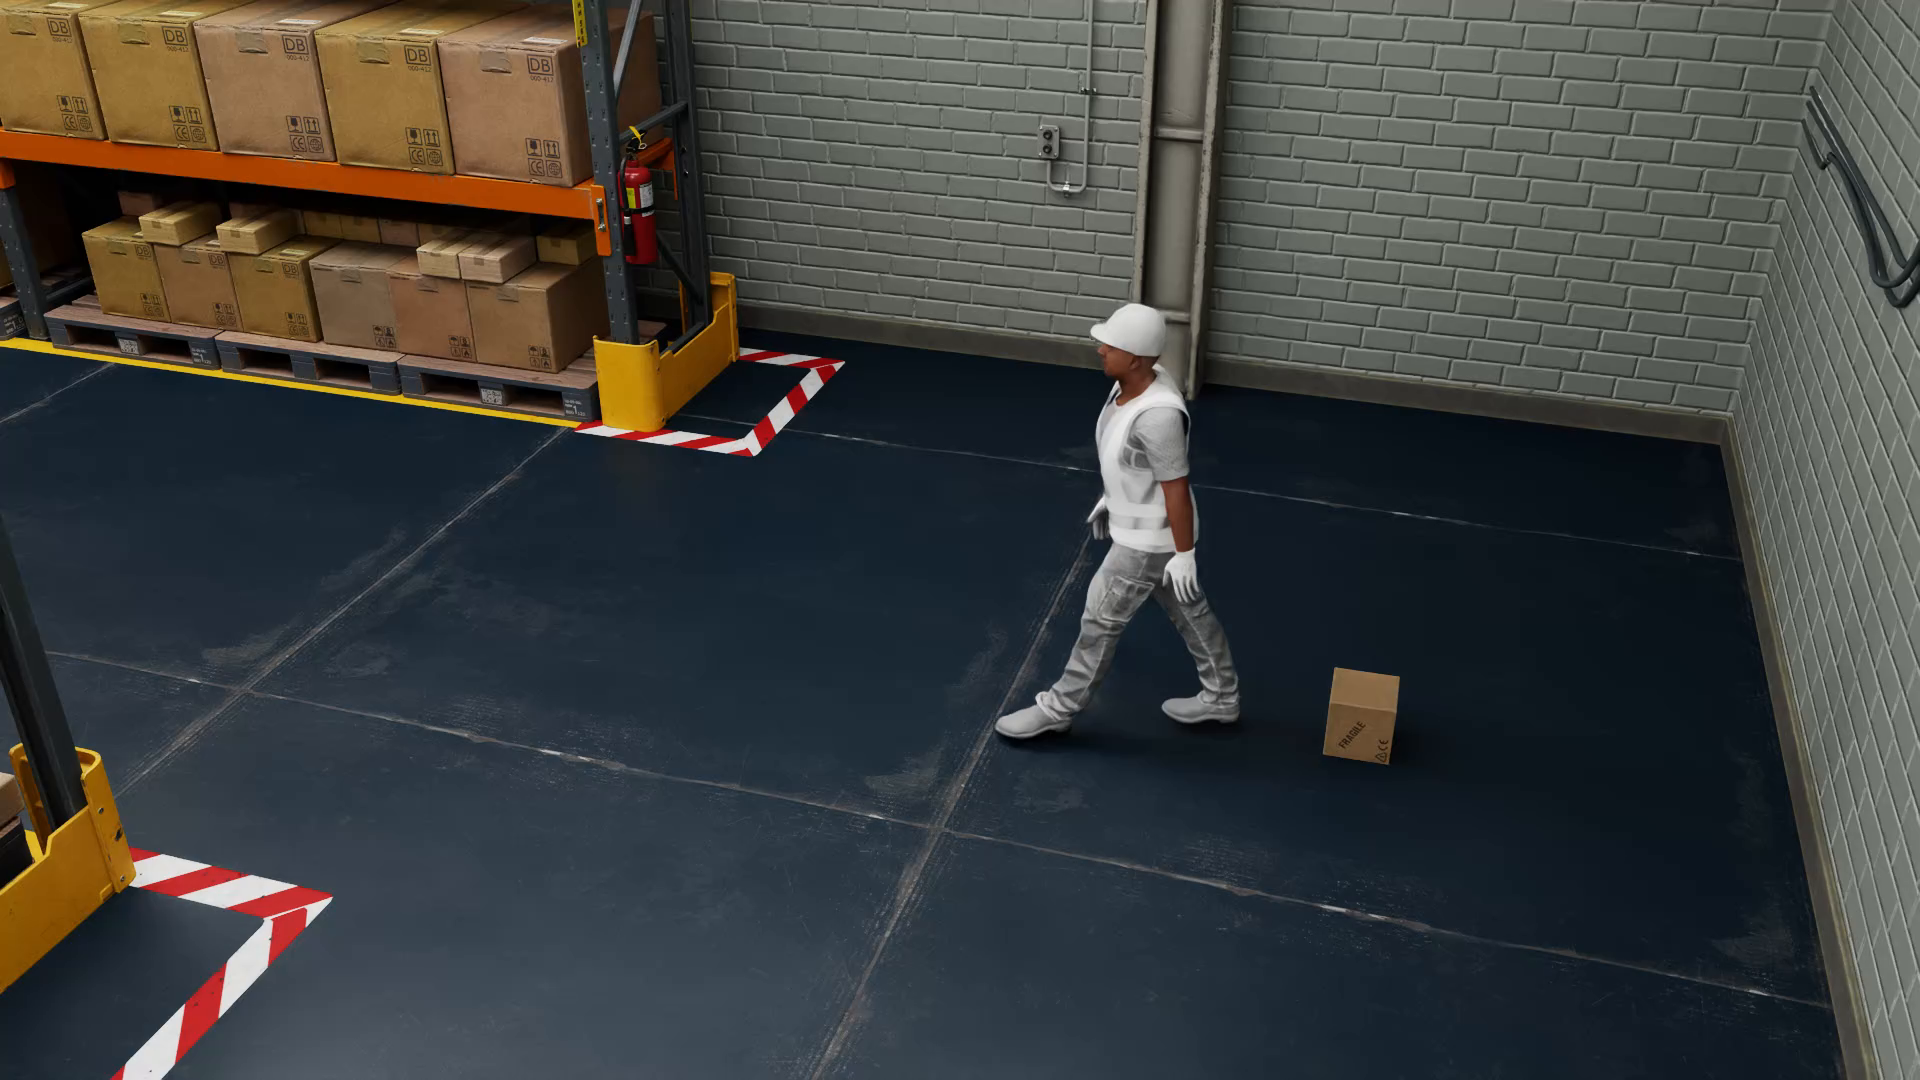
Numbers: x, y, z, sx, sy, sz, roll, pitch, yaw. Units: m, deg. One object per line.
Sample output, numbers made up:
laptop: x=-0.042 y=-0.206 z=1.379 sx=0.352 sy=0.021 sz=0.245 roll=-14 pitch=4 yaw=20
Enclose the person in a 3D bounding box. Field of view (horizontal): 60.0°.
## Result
person: x=0.630 y=-0.061 z=6.194 sx=0.954 sy=1.722 sz=0.592 roll=3 pitch=29 yaw=5
